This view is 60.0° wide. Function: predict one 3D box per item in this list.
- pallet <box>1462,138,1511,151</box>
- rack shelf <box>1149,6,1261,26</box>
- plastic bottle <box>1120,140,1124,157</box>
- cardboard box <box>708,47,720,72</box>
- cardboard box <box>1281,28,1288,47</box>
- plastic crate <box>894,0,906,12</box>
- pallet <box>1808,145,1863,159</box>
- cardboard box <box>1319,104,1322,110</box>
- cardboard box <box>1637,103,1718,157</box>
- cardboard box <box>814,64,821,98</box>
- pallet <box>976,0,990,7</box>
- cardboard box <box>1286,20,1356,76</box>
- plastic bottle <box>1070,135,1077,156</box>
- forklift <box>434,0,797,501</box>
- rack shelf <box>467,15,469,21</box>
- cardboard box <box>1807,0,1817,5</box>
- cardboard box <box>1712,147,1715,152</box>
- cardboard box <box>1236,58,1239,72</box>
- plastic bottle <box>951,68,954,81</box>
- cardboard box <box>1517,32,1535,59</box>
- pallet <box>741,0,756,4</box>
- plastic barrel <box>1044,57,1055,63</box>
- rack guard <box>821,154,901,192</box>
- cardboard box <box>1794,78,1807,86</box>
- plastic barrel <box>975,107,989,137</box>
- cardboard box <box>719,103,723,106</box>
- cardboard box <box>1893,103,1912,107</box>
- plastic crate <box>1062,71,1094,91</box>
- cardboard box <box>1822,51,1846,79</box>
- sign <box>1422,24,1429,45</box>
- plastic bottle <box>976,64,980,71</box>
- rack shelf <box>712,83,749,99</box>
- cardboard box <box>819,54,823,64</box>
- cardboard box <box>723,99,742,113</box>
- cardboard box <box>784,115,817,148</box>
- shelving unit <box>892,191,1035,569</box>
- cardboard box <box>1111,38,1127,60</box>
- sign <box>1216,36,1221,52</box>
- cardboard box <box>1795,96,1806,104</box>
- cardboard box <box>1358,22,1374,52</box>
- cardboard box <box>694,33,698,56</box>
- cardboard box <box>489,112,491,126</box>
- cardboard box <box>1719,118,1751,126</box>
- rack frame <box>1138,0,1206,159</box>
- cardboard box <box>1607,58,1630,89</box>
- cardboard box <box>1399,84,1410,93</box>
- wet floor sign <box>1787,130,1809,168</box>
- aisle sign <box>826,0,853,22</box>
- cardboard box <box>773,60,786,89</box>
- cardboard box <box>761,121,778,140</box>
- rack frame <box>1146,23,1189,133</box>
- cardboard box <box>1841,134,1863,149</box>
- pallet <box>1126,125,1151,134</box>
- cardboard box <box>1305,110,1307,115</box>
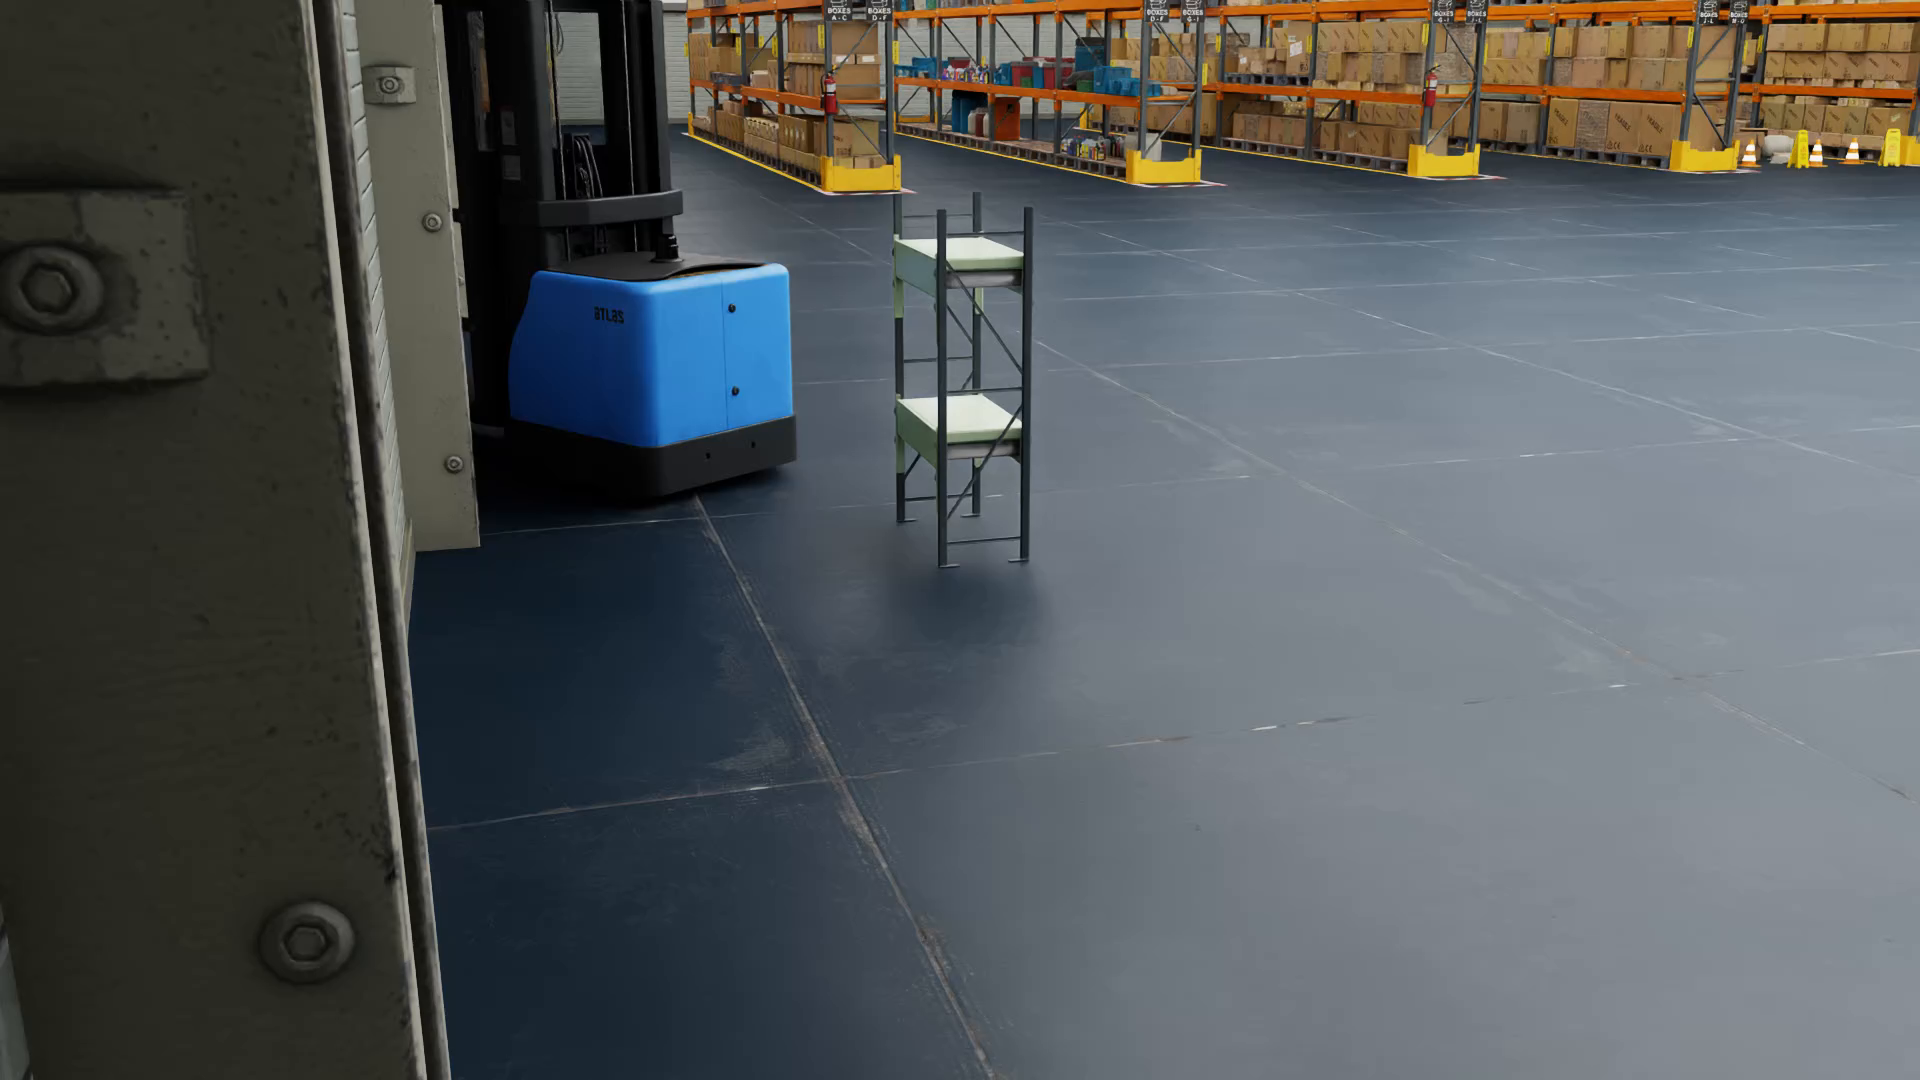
[{"bbox_3d":[11.114,-8.159,34.246,1.003,0.211,1.213,-5,17,-15],"label":"pallet"},{"bbox_3d":[5.292,-11.336,36.014,1.077,0.370,4.000,-5,17,-15],"label":"rack shelf"},{"bbox_3d":[2.815,-6.756,28.699,0.152,0.276,0.135,-4,17,-14],"label":"plastic bottle"},{"bbox_3d":[-4.869,-10.115,35.009,0.700,0.500,0.500,-12,20,-34],"label":"cardboard box"},{"bbox_3d":[8.452,-12.653,41.932,0.500,0.500,0.500,-4,17,-14],"label":"cardboard box"},{"bbox_3d":[-1.282,-12.758,39.722,0.497,0.269,0.590,-5,17,-15],"label":"plastic crate"},{"bbox_3d":[17.026,-7.511,32.091,1.003,0.211,1.213,-5,17,-15],"label":"pallet"},{"bbox_3d":[9.011,-10.574,40.631,0.380,0.149,0.250,-4,17,-13],"label":"cardboard box"},{"bbox_3d":[12.587,-7.208,29.198,0.875,0.875,0.875,-5,17,-15],"label":"cardboard box"},{"bbox_3d":[-1.882,-7.157,25.889,0.700,0.500,0.500,-5,17,-15],"label":"cardboard box"},{"bbox_3d":[0.963,-10.865,33.522,1.003,0.211,1.213,-5,17,-15],"label":"pallet"},{"bbox_3d":[6.857,-9.304,31.438,1.000,1.000,1.000,-5,17,-15],"label":"cardboard box"},{"bbox_3d":[2.001,-6.879,28.978,0.144,0.351,0.185,-4,17,-14],"label":"plastic bottle"},{"bbox_3d":[-2.301,-1.918,8.742,3.031,2.935,1.130,13,21,37],"label":"forklift"},{"bbox_3d":[-7.897,-9.055,28.419,1.077,0.370,4.000,-5,17,-15],"label":"rack shelf"},{"bbox_3d":[16.542,-10.370,31.982,0.380,0.149,0.250,-4,17,-14],"label":"cardboard box"},{"bbox_3d":[13.980,-7.309,31.324,0.396,0.266,0.258,-2,17,-6],"label":"cardboard box"},{"bbox_3d":[5.969,-9.895,35.005,0.500,0.500,0.500,-4,17,-14],"label":"cardboard box"},{"bbox_3d":[-0.153,-10.051,35.921,0.097,0.271,0.097,0,17,0],"label":"plastic bottle"},{"bbox_3d":[11.452,-9.754,32.799,0.700,0.500,0.500,-5,17,-16],"label":"cardboard box"},{"bbox_3d":[-3.412,-10.074,30.890,1.213,0.211,1.003,-4,17,-13],"label":"pallet"},{"bbox_3d":[1.806,-8.863,31.506,0.433,0.535,0.433,0,17,0],"label":"plastic barrel"},{"bbox_3d":[-1.480,-5.492,24.867,1.175,0.500,0.348,-5,17,-15],"label":"rack guard"},{"bbox_3d":[16.503,-8.927,32.394,0.380,0.149,0.250,-4,17,-14],"label":"cardboard box"},{"bbox_3d":[0.618,-8.792,34.969,0.600,0.588,0.708,-5,17,-15],"label":"plastic barrel"},{"bbox_3d":[-5.497,-10.004,39.123,0.500,0.500,0.500,-5,17,-15],"label":"cardboard box"},{"bbox_3d":[20.880,-9.184,36.210,0.875,0.625,0.625,-5,17,-16],"label":"cardboard box"},{"bbox_3d":[2.200,-8.008,29.006,0.767,0.338,0.504,-5,17,-15],"label":"plastic crate"},{"bbox_3d":[16.766,-8.999,31.507,0.500,0.500,0.500,-4,17,-15],"label":"cardboard box"},{"bbox_3d":[7.501,-8.146,26.793,0.100,0.325,0.005,-5,17,-15],"label":"sign"},{"bbox_3d":[0.408,-10.142,36.089,0.144,0.351,0.185,-5,17,-15],"label":"plastic bottle"},{"bbox_3d":[-4.234,-9.117,33.841,1.077,0.370,4.000,-5,17,-15],"label":"rack shelf"},{"bbox_3d":[-1.918,-7.288,25.199,0.380,0.149,0.250,-5,17,-16],"label":"cardboard box"},{"bbox_3d":[-4.611,-8.958,34.337,0.500,0.250,0.500,-5,17,-15],"label":"cardboard box"},{"bbox_3d":[-2.614,-6.755,27.472,0.500,0.500,0.500,-5,17,-15],"label":"cardboard box"},{"bbox_3d":[0.002,-0.716,7.230,0.431,1.500,0.755,-5,17,-15],"label":"shelving unit"},{"bbox_3d":[3.801,-11.898,40.289,0.500,0.500,0.500,-5,17,-17],"label":"cardboard box"},{"bbox_3d":[5.308,-10.201,34.184,0.100,0.325,0.005,-5,17,-15],"label":"sign"},{"bbox_3d":[16.491,-8.556,32.341,0.380,0.149,0.250,-4,17,-13],"label":"cardboard box"},{"bbox_3d":[7.243,-8.695,28.756,0.500,0.500,0.500,-5,17,-15],"label":"cardboard box"},{"bbox_3d":[-5.731,-11.222,37.685,0.500,0.500,0.500,-4,17,-14],"label":"cardboard box"},{"bbox_3d":[-7.837,-7.250,28.650,0.500,0.250,0.500,-5,17,-17],"label":"cardboard box"},{"bbox_3d":[16.121,-8.654,34.886,0.950,0.372,0.625,-4,17,-12],"label":"cardboard box"},{"bbox_3d":[3.277,-7.086,25.829,1.000,3.000,0.127,-5,17,-15],"label":"rack frame"},{"bbox_3d":[12.300,-8.472,30.180,0.875,0.550,0.500,-5,17,-15],"label":"cardboard box"},{"bbox_3d":[7.577,-7.555,27.824,0.380,0.149,0.250,-5,17,-15],"label":"cardboard box"},{"bbox_3d":[14.748,-6.863,29.179,0.267,0.644,0.232,-8,18,-25],"label":"wet floor sign"},{"bbox_3d":[-1.751,-7.900,24.017,0.394,0.787,0.004,-5,17,-15],"label":"aisle sign"},{"bbox_3d":[-3.063,-8.348,29.856,0.500,0.500,0.500,-5,17,-15],"label":"cardboard box"},{"bbox_3d":[-3.256,-7.326,29.702,0.500,0.311,0.500,-5,17,-15],"label":"cardboard box"},{"bbox_3d":[4.742,-10.797,38.183,1.000,3.000,0.127,-5,17,-15],"label":"rack frame"},{"bbox_3d":[16.953,-7.492,31.229,0.500,0.250,0.500,-5,17,-15],"label":"cardboard box"},{"bbox_3d":[4.608,-9.678,39.305,1.003,0.211,1.213,-5,17,-15],"label":"pallet"},{"bbox_3d":[8.819,-10.647,41.392,0.380,0.149,0.250,-4,17,-13],"label":"cardboard box"}]
